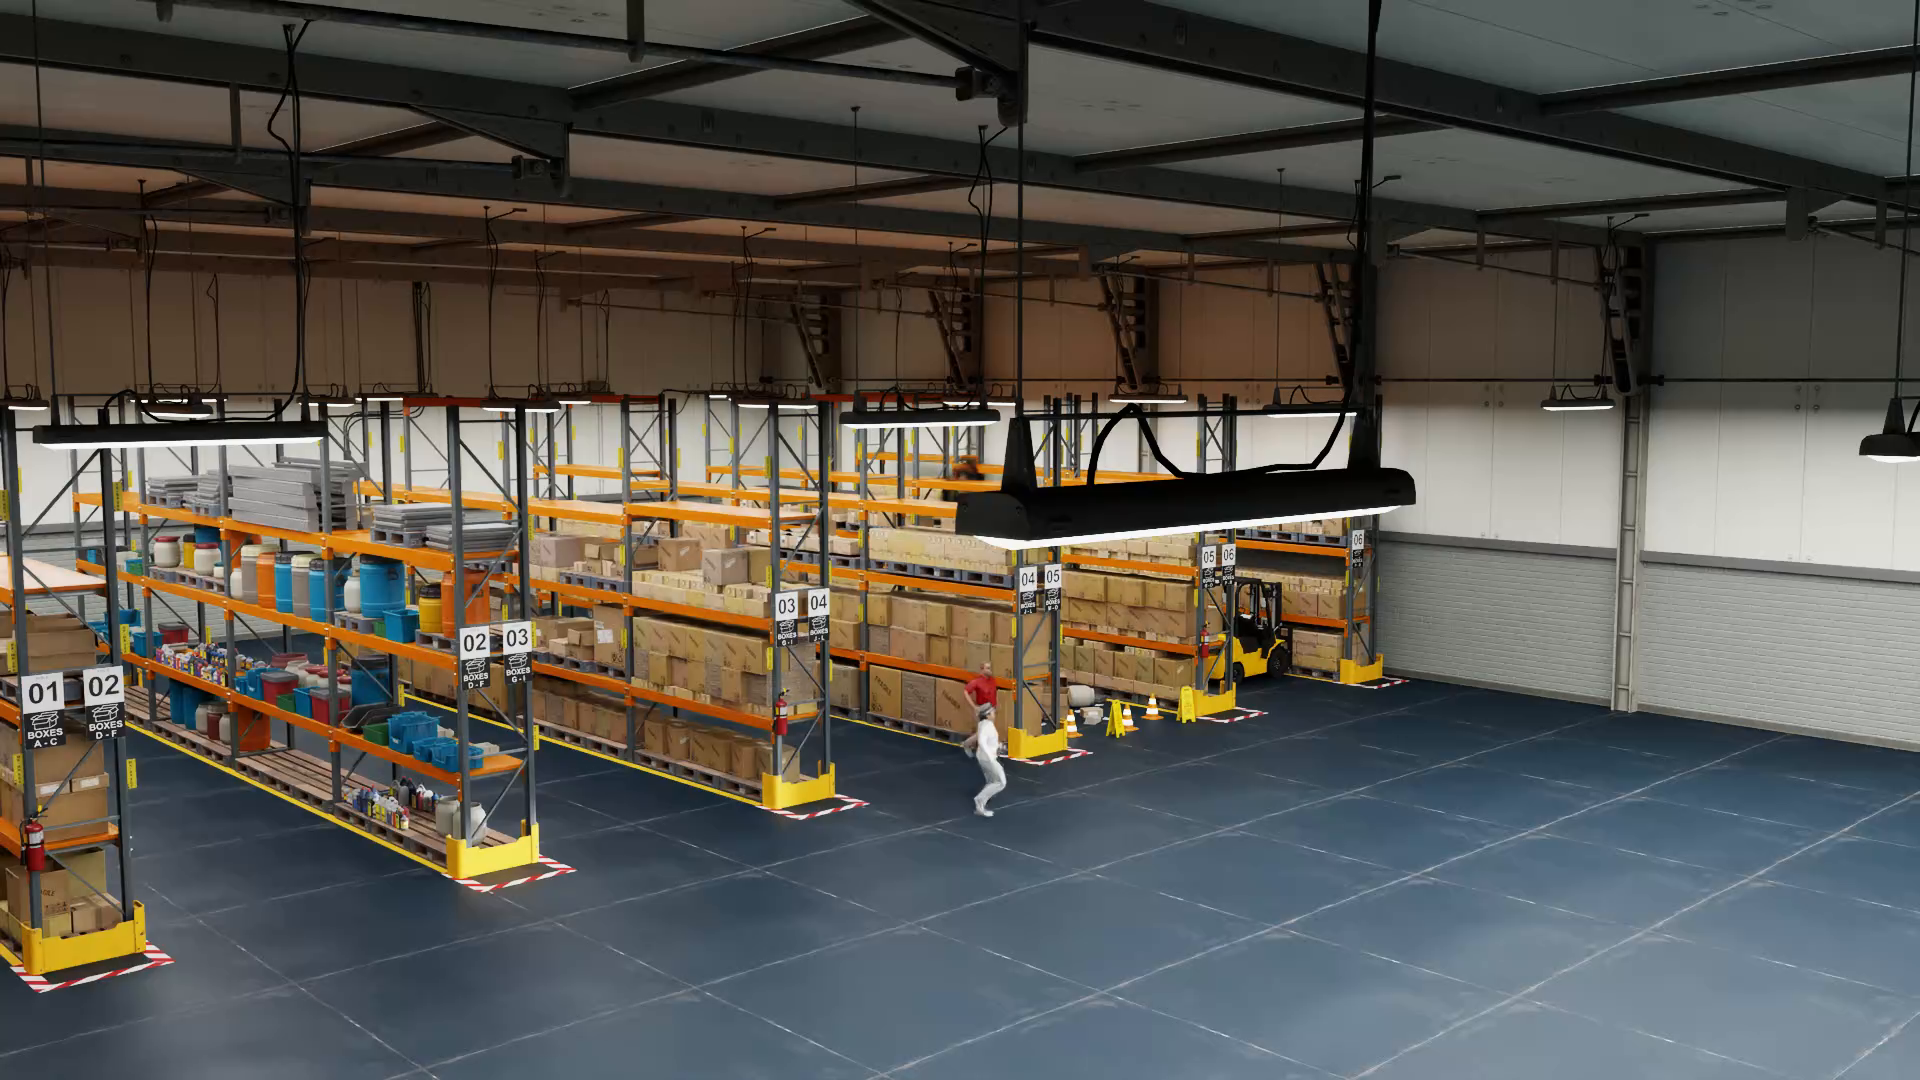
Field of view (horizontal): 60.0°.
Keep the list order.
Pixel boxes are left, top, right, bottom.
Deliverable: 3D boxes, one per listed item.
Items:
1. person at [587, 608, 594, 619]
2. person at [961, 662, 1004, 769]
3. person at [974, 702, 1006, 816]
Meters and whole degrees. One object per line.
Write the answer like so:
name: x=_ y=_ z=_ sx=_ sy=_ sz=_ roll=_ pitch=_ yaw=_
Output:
person: x=-9.137 y=1.396 z=42.124 sx=0.844 sy=1.856 sz=0.665 roll=-3 pitch=6 yaw=-32
person: x=0.368 y=2.857 z=27.313 sx=0.900 sy=1.743 sz=0.684 roll=4 pitch=7 yaw=34
person: x=0.436 y=3.169 z=24.070 sx=0.514 sy=1.663 sz=0.668 roll=-1 pitch=6 yaw=-10
